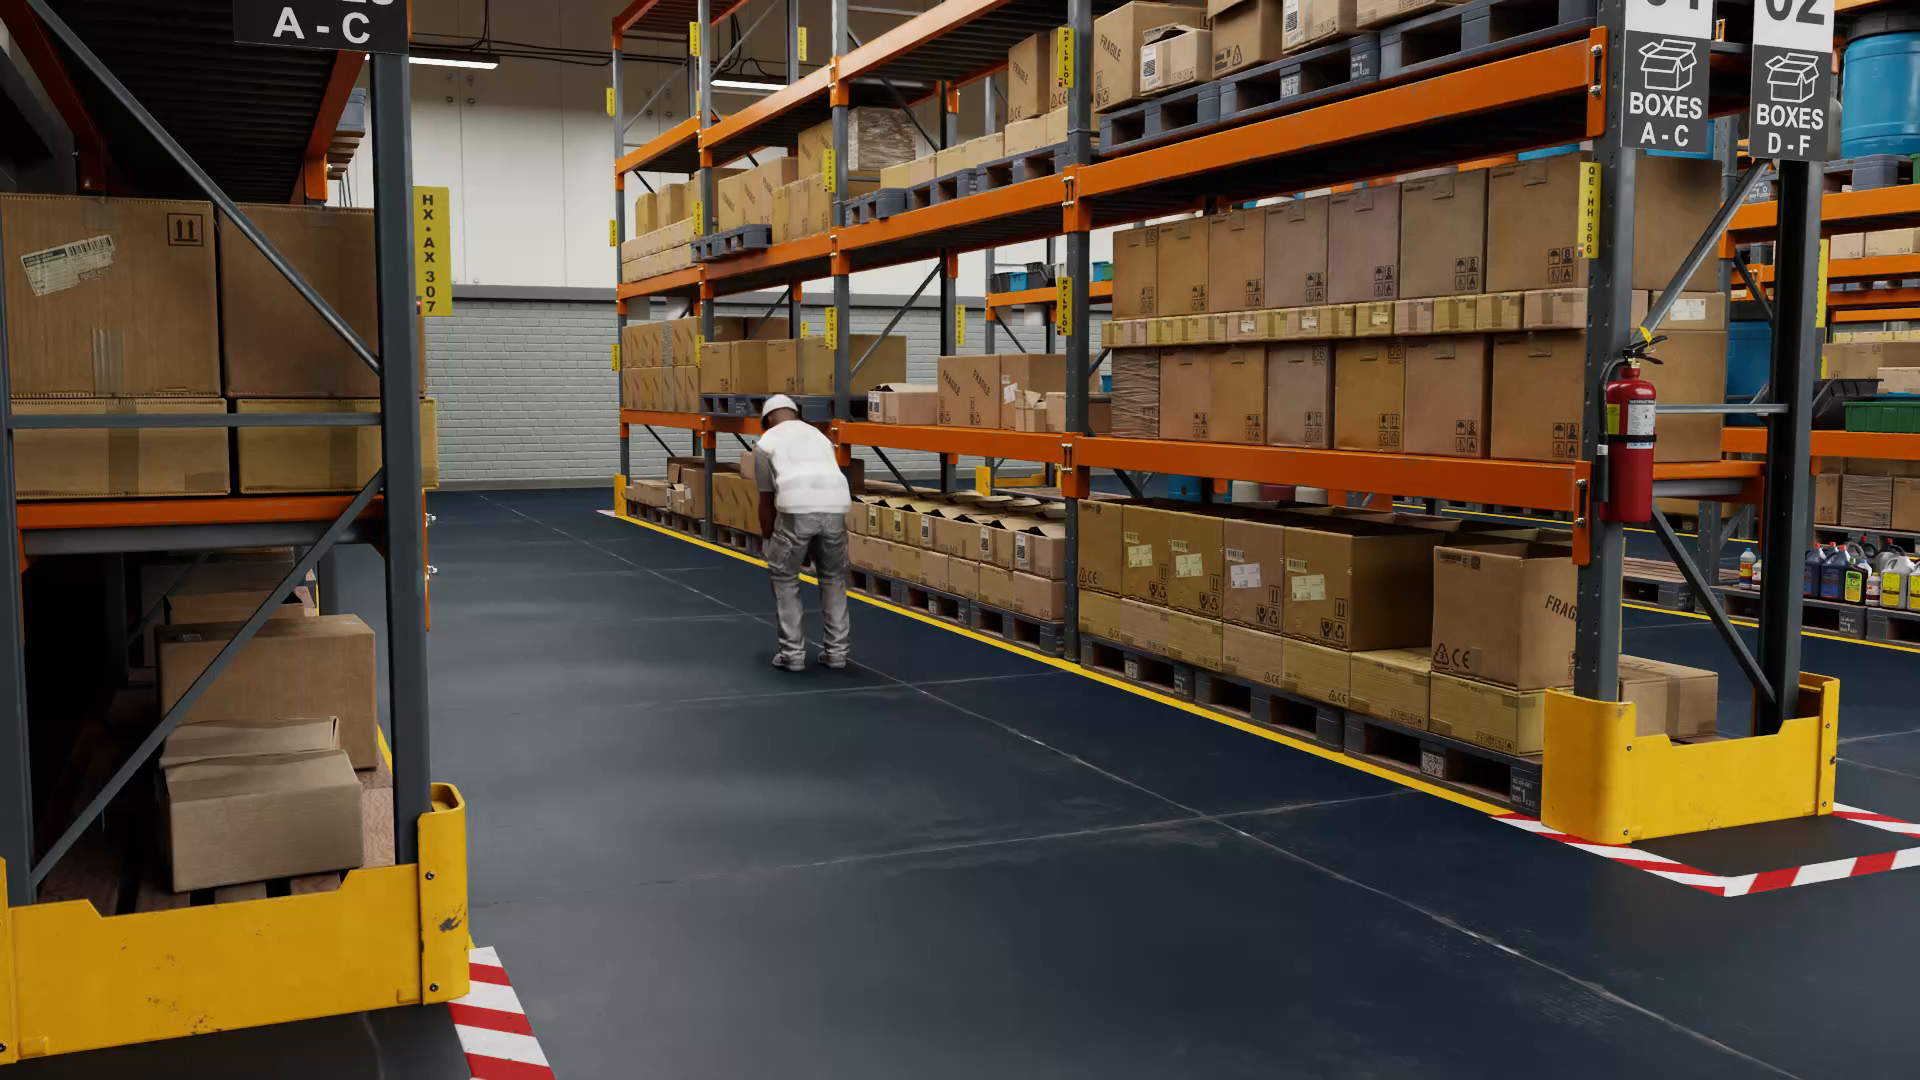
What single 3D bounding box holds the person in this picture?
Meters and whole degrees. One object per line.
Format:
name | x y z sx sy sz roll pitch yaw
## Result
person | -0.928 -0.062 9.543 0.479 1.544 0.822 -2 6 -25
